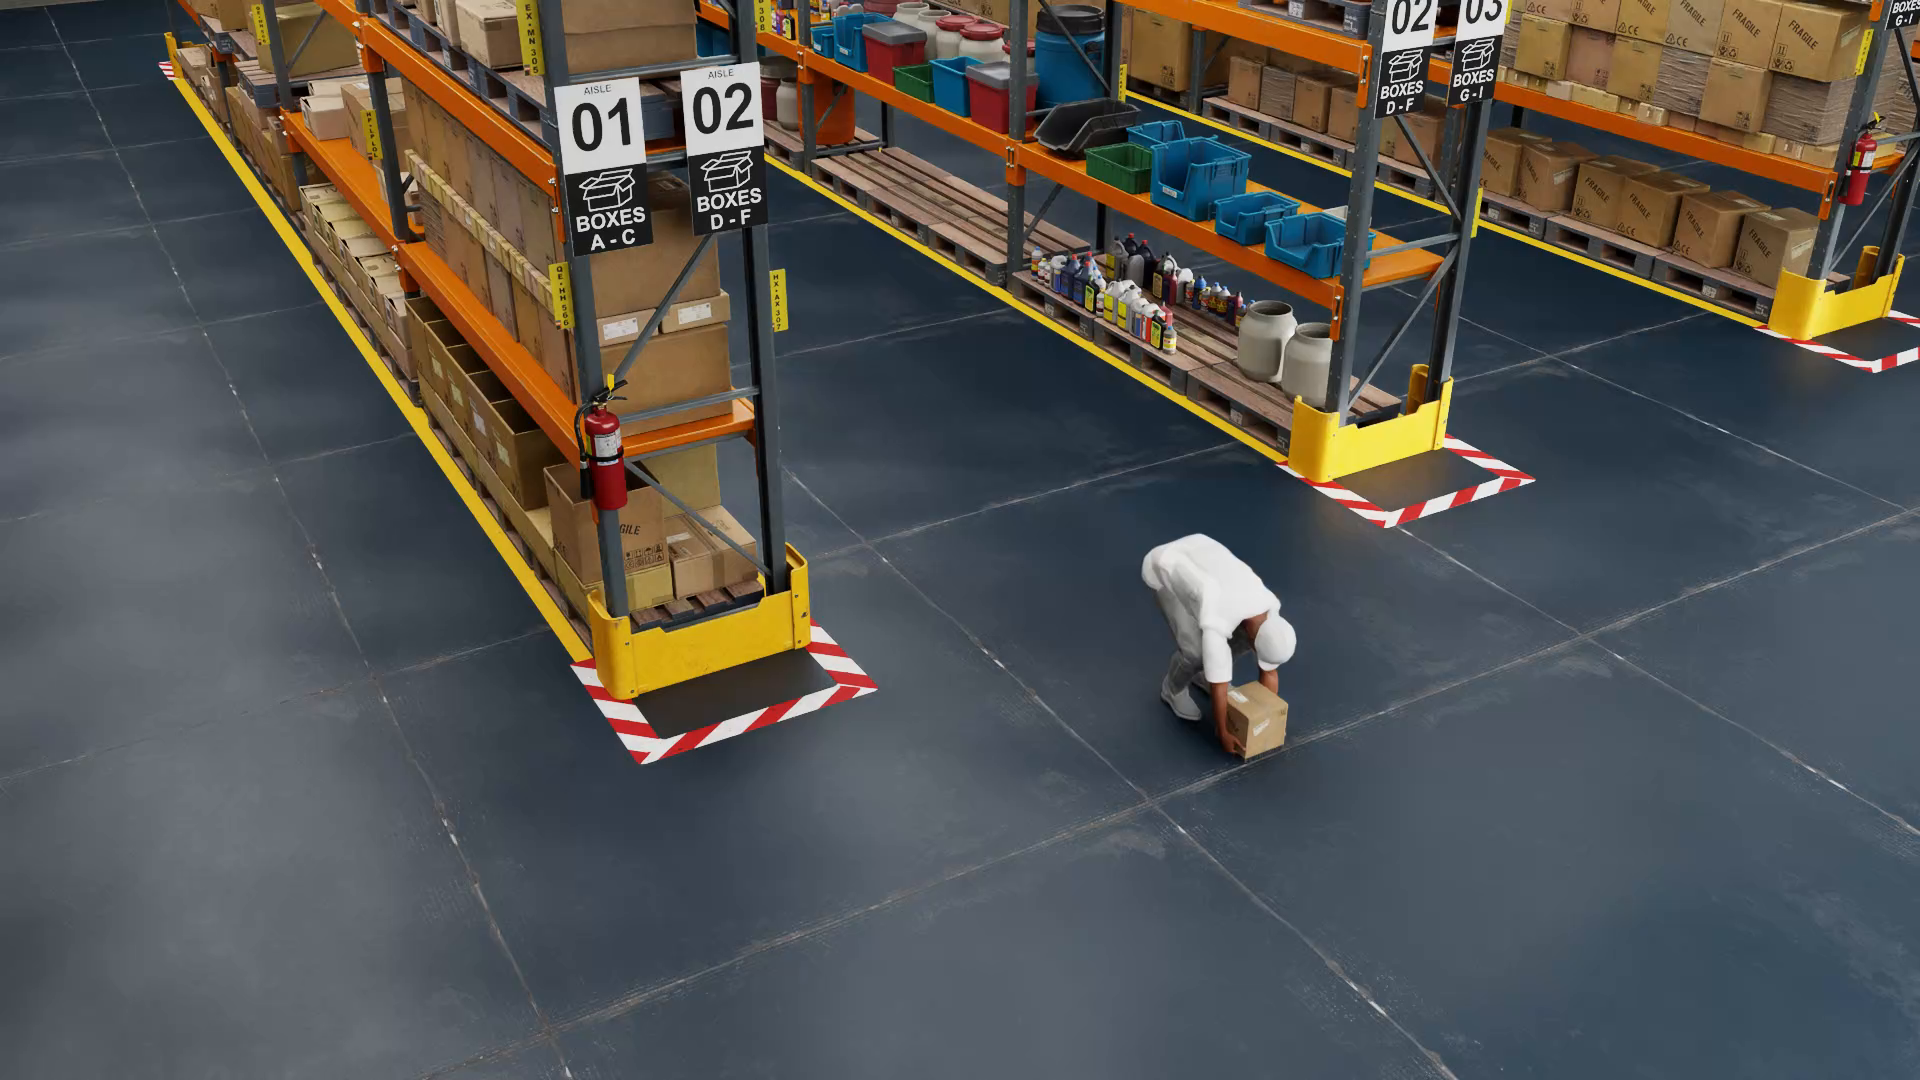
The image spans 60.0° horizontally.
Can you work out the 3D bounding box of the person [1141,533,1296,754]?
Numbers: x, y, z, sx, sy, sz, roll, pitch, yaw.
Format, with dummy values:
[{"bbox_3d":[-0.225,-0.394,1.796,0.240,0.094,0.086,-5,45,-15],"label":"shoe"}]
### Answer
[{"bbox_3d":[1.337,0.504,8.493,0.500,0.925,0.975,-17,33,-29],"label":"person"}]
